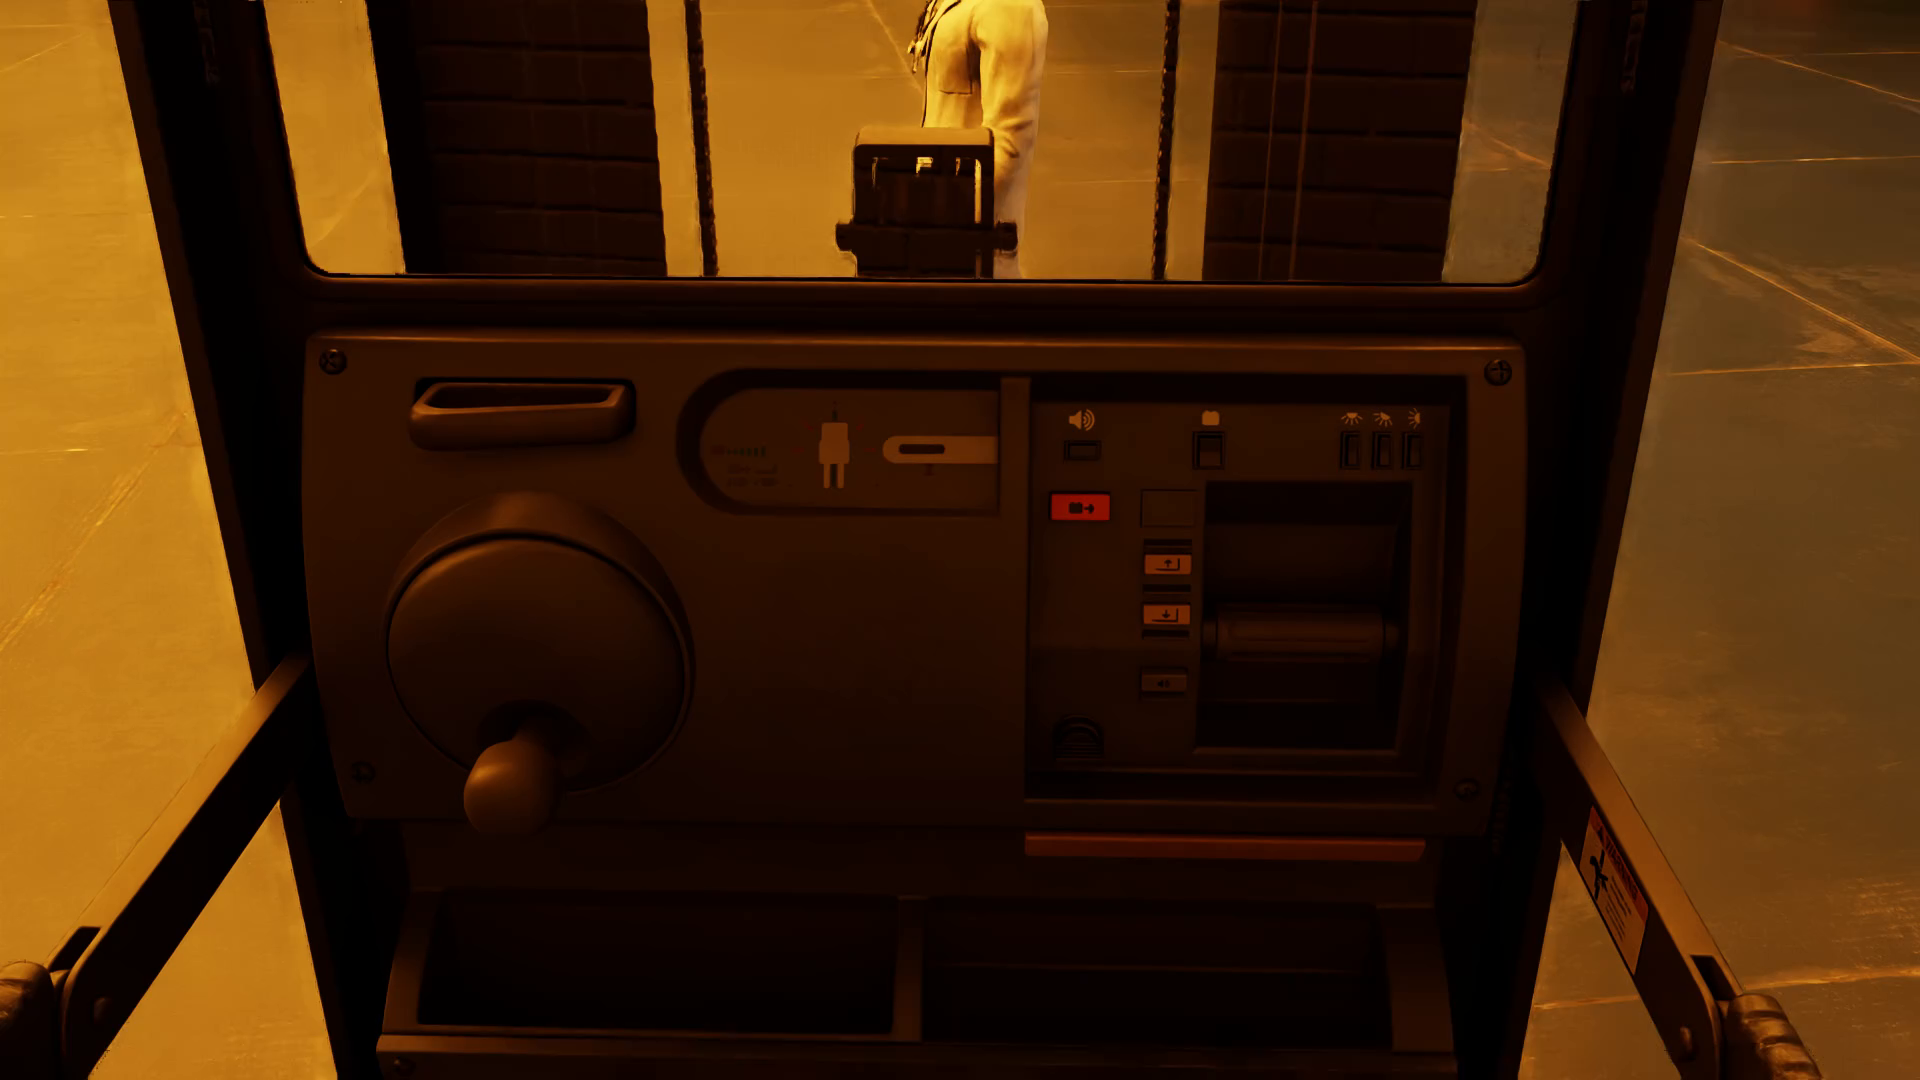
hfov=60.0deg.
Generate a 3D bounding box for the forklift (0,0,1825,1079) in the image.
[{"bbox_3d":[-0.042,0.067,1.091,1.130,2.935,3.031,1,26,1],"label":"forklift"}]

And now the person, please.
[{"bbox_3d":[-0.092,-0.804,4.209,0.579,1.778,0.698,-3,26,-7],"label":"person"}]
